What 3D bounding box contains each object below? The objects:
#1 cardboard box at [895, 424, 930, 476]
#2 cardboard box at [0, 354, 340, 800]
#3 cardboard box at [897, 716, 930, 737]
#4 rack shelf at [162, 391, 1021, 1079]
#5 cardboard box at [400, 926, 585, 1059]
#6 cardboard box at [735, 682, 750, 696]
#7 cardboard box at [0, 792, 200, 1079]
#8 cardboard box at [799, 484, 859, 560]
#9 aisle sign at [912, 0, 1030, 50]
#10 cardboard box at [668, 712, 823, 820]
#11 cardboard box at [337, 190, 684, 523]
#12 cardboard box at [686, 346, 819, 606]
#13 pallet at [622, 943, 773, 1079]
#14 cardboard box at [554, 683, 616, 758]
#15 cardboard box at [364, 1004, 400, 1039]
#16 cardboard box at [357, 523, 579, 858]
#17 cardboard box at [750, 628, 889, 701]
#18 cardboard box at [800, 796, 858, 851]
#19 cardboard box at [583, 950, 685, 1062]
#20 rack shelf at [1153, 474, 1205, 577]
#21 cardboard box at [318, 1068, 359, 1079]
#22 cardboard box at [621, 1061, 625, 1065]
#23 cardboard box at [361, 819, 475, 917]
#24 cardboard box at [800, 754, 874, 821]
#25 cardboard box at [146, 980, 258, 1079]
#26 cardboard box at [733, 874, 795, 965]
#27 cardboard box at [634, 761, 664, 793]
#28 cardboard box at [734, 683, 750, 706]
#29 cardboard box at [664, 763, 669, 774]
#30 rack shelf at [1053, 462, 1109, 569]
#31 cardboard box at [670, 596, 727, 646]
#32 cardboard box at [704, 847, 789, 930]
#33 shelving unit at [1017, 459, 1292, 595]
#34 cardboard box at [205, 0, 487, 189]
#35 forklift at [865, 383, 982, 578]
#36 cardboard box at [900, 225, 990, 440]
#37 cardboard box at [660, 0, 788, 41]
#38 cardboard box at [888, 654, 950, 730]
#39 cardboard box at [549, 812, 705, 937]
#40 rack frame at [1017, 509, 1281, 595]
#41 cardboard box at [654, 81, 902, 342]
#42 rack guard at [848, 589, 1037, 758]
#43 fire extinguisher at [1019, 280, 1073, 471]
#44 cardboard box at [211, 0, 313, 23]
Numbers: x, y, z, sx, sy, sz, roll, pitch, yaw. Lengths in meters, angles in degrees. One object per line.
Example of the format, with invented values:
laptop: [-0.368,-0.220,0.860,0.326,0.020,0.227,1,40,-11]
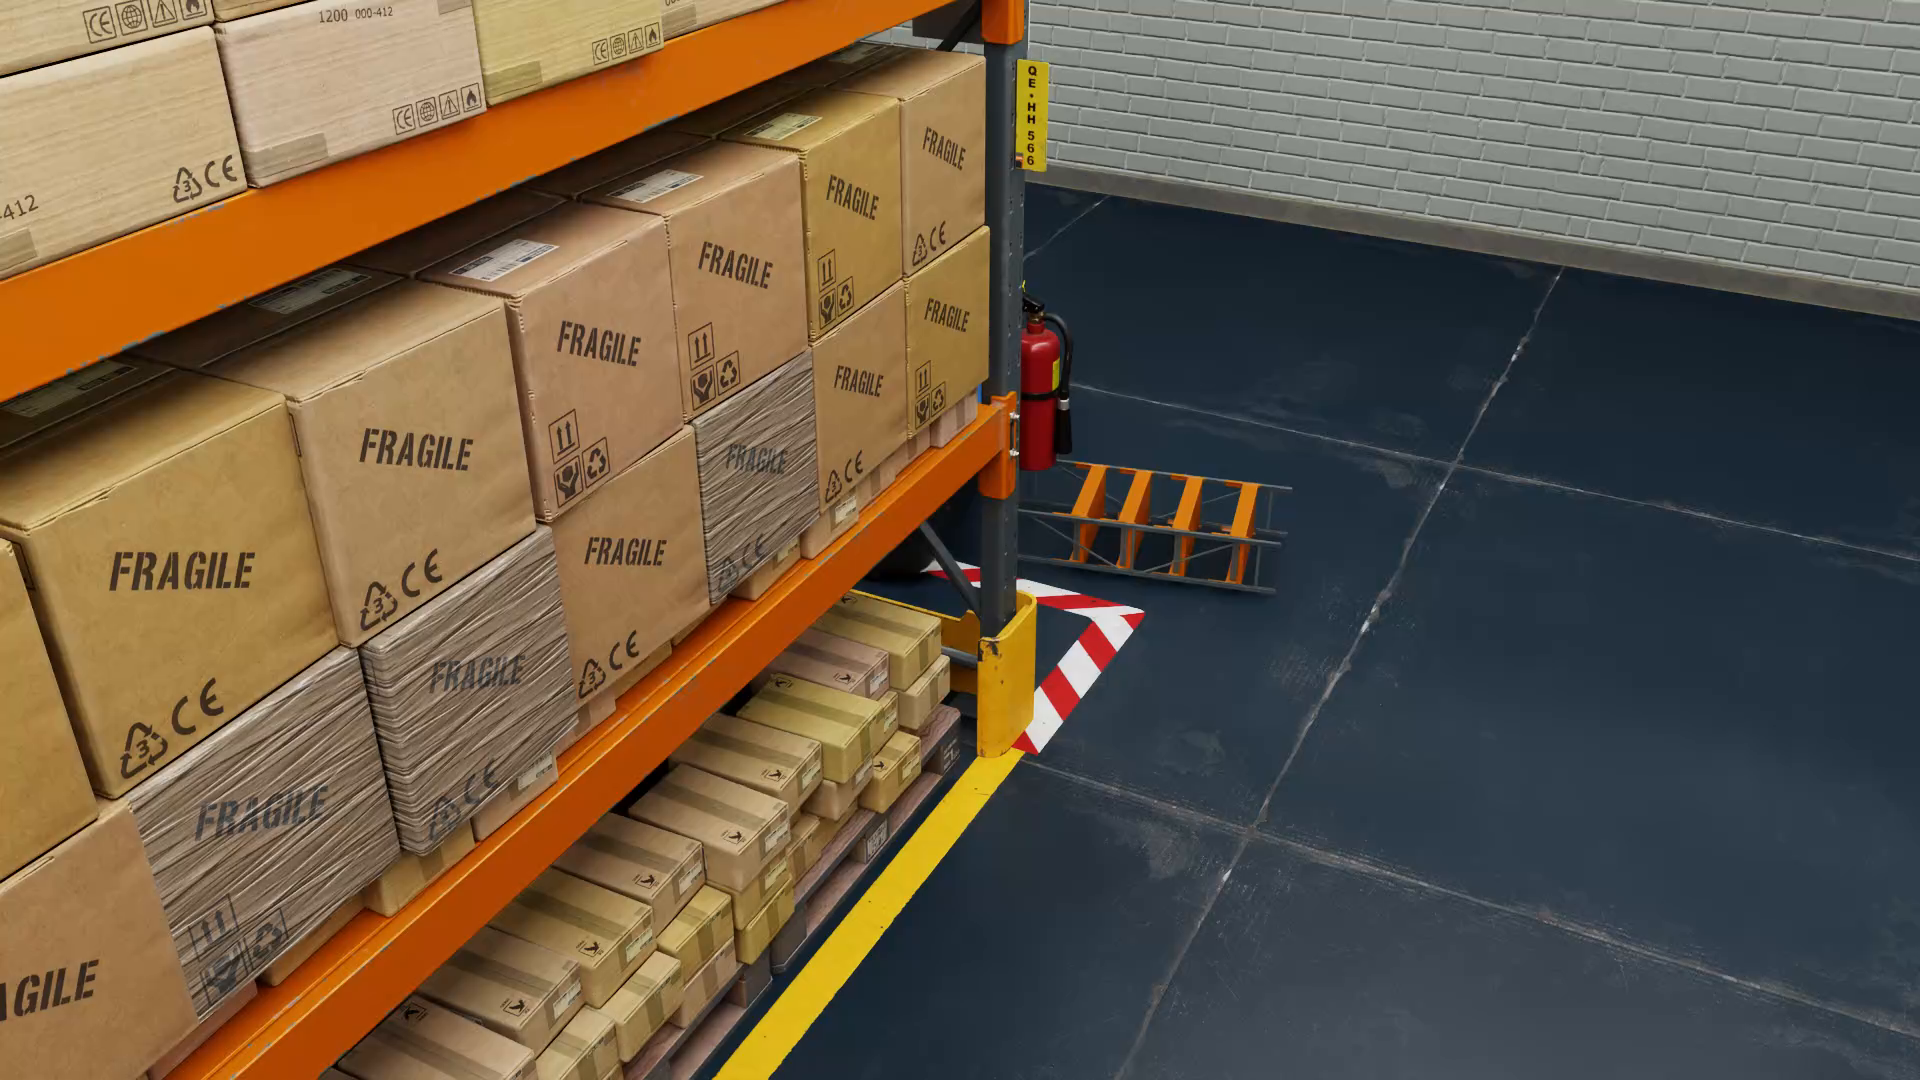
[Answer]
cardboard box: [-0.314,-0.338,5.079,0.380,0.149,0.250,14,33,23]
cardboard box: [-1.448,0.032,2.780,0.500,0.500,0.500,13,32,22]
cardboard box: [-0.325,0.577,5.674,0.380,0.149,0.250,15,33,24]
rack shelf: [-1.182,0.441,4.193,1.077,0.370,4.000,14,33,23]
cardboard box: [-1.164,1.119,4.132,0.380,0.149,0.250,13,32,21]
cardboard box: [-0.830,0.343,5.484,0.380,0.149,0.250,15,33,24]
cardboard box: [-1.643,0.681,2.653,0.500,0.500,0.500,14,33,22]
cardboard box: [-0.510,-0.105,4.674,0.380,0.149,0.250,15,33,25]
aisle sign: [0.030,-1.849,4.848,0.394,0.787,0.004,14,33,23]
cardboard box: [-0.631,0.673,4.910,0.380,0.149,0.250,13,32,21]
cardboard box: [-0.955,-0.412,3.552,0.500,0.500,0.500,13,32,22]
cardboard box: [-0.708,-0.218,4.219,0.500,0.500,0.500,14,33,23]
pallet: [-1.264,1.376,4.642,1.003,0.211,1.213,14,33,23]
cardboard box: [-1.035,0.349,3.883,0.380,0.149,0.250,16,33,25]
cardboard box: [-1.573,1.163,4.355,0.380,0.149,0.250,13,32,21]
cardboard box: [-1.162,0.245,3.413,0.500,0.500,0.500,14,33,22]
cardboard box: [-0.452,0.429,5.335,0.380,0.149,0.250,15,33,24]
cardboard box: [-0.549,0.812,5.266,0.380,0.149,0.250,14,33,23]
cardboard box: [-0.951,1.167,4.348,0.380,0.149,0.250,15,33,24]
rack shelf: [0.926,-0.057,7.053,0.148,0.258,0.480,8,31,13]
cardboard box: [-1.403,1.353,3.725,0.380,0.149,0.250,13,32,22]
cardboard box: [-1.034,1.263,4.480,0.380,0.149,0.250,15,33,25]
cardboard box: [-1.244,0.596,3.453,0.380,0.149,0.250,15,33,24]
cardboard box: [-0.492,0.697,5.167,0.380,0.149,0.250,13,32,21]
cardboard box: [-1.546,0.812,3.077,0.380,0.149,0.250,13,32,21]
cardboard box: [-0.710,1.051,4.848,0.380,0.149,0.250,13,32,21]
cardboard box: [-1.159,0.668,5.217,0.380,0.149,0.250,15,33,25]
cardboard box: [-0.913,0.450,5.596,0.380,0.149,0.250,14,33,23]
cardboard box: [-0.948,0.702,5.456,0.380,0.149,0.250,15,33,24]
rack shelf: [0.518,-0.111,7.148,0.148,0.258,0.480,8,31,13]
cardboard box: [-0.833,0.111,4.297,0.380,0.149,0.250,13,32,21]
cardboard box: [-0.716,0.929,4.762,0.380,0.149,0.250,15,33,24]
shelving unit: [0.775,-0.077,7.088,1.200,0.258,0.503,8,31,13]
cardboard box: [-1.172,-0.816,2.798,0.500,0.250,0.500,16,33,25]
forklift: [-1.451,-1.526,6.965,3.031,2.935,1.130,9,31,15]
cardboard box: [-0.246,-0.672,5.010,0.500,0.500,0.500,15,33,24]
cardboard box: [-0.706,-1.287,3.618,0.500,0.250,0.500,16,33,25]
cardboard box: [-0.257,0.466,5.568,0.380,0.149,0.250,13,32,22]
cardboard box: [-0.923,0.896,4.520,0.380,0.149,0.250,13,32,22]
rack frame: [0.712,0.041,6.884,1.200,0.240,0.015,8,31,13]
cardboard box: [-0.488,-0.880,4.367,0.500,0.500,0.500,13,32,22]
rack guard: [-0.305,0.360,6.121,1.175,0.500,0.348,14,33,23]
fire extinguisher: [0.255,-0.569,5.682,0.296,0.674,0.183,14,33,23]
cardboard box: [-1.187,-1.036,2.678,0.500,0.250,0.500,15,33,24]
